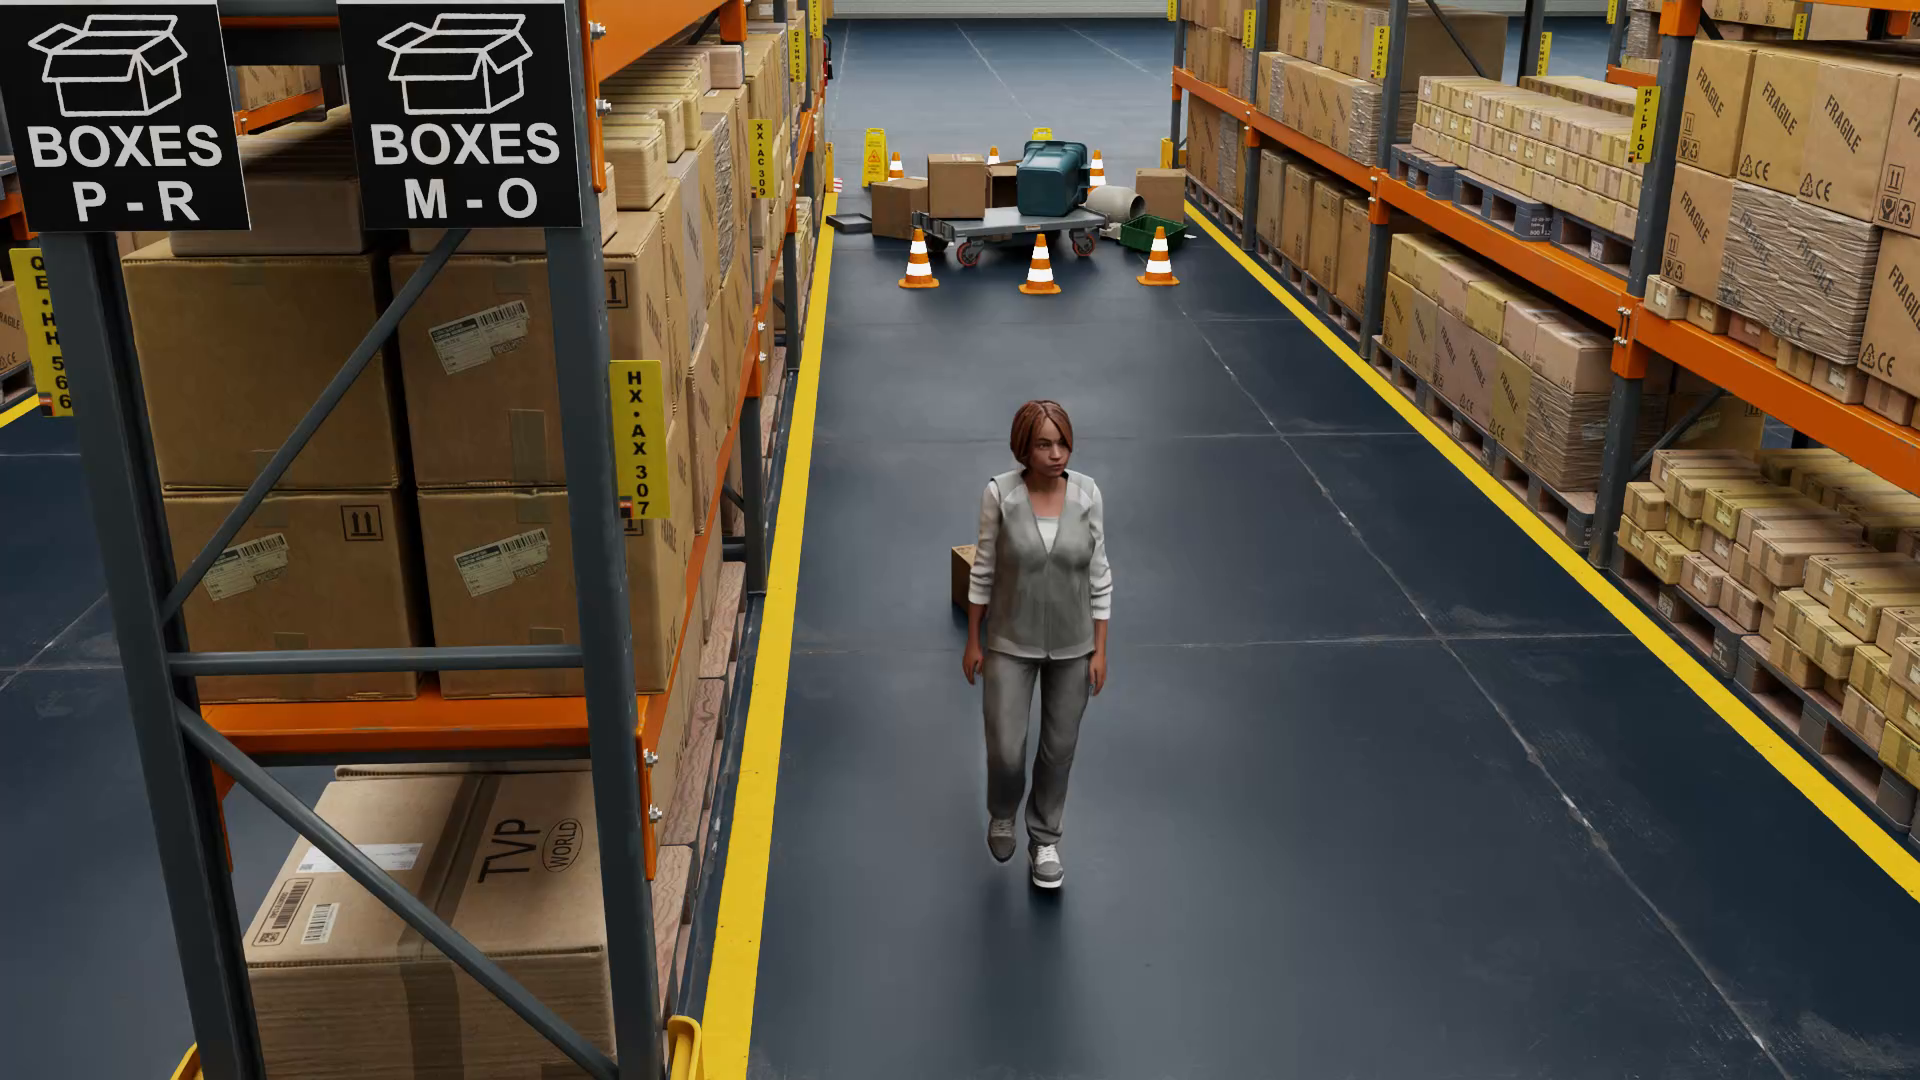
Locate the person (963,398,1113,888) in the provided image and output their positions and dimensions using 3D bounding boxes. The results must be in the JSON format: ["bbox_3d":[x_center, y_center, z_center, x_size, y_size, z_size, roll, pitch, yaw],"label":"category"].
[{"bbox_3d":[0.243,0.340,5.108,0.449,1.592,0.422,-3,21,-8],"label":"person"}]
